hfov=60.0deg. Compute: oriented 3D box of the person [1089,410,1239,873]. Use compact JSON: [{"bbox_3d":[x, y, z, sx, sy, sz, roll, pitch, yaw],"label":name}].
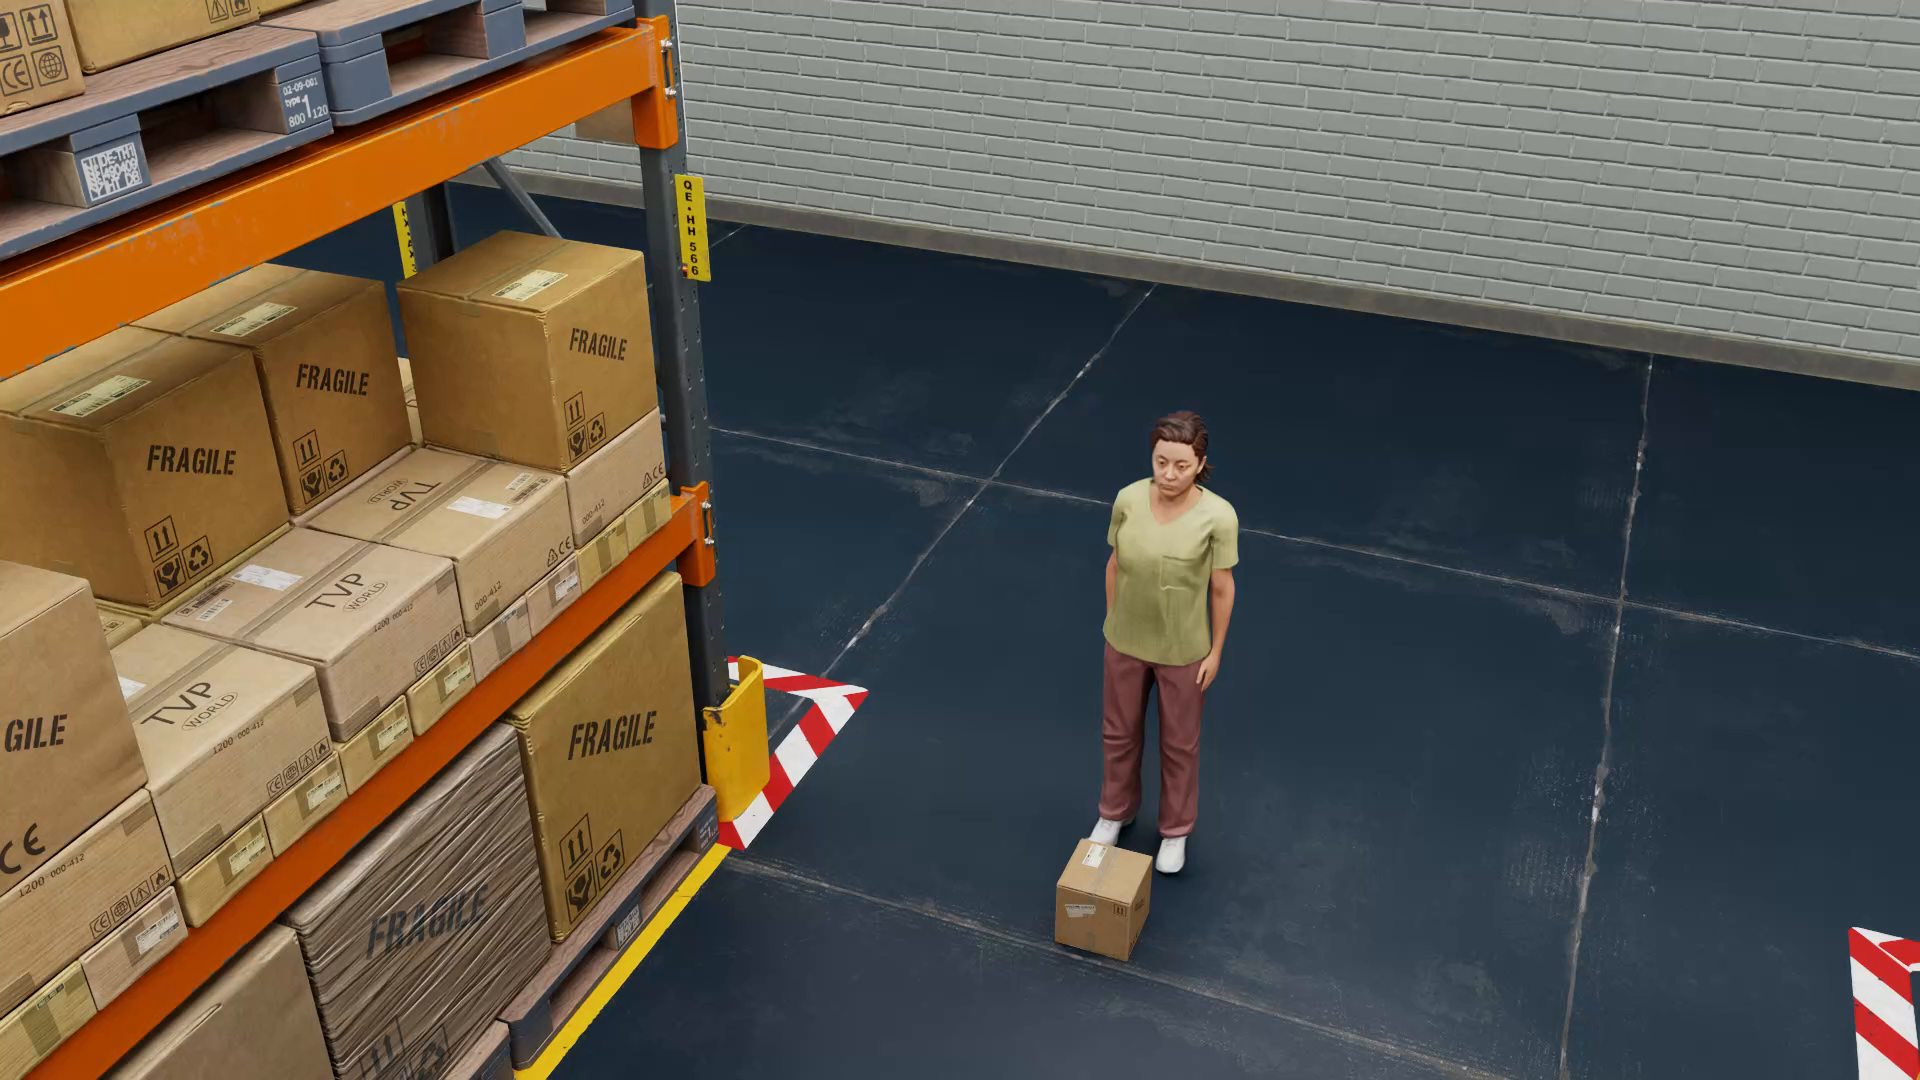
[{"bbox_3d":[0.672,0.458,5.594,0.440,1.414,0.357,12,32,20],"label":"person"}]
